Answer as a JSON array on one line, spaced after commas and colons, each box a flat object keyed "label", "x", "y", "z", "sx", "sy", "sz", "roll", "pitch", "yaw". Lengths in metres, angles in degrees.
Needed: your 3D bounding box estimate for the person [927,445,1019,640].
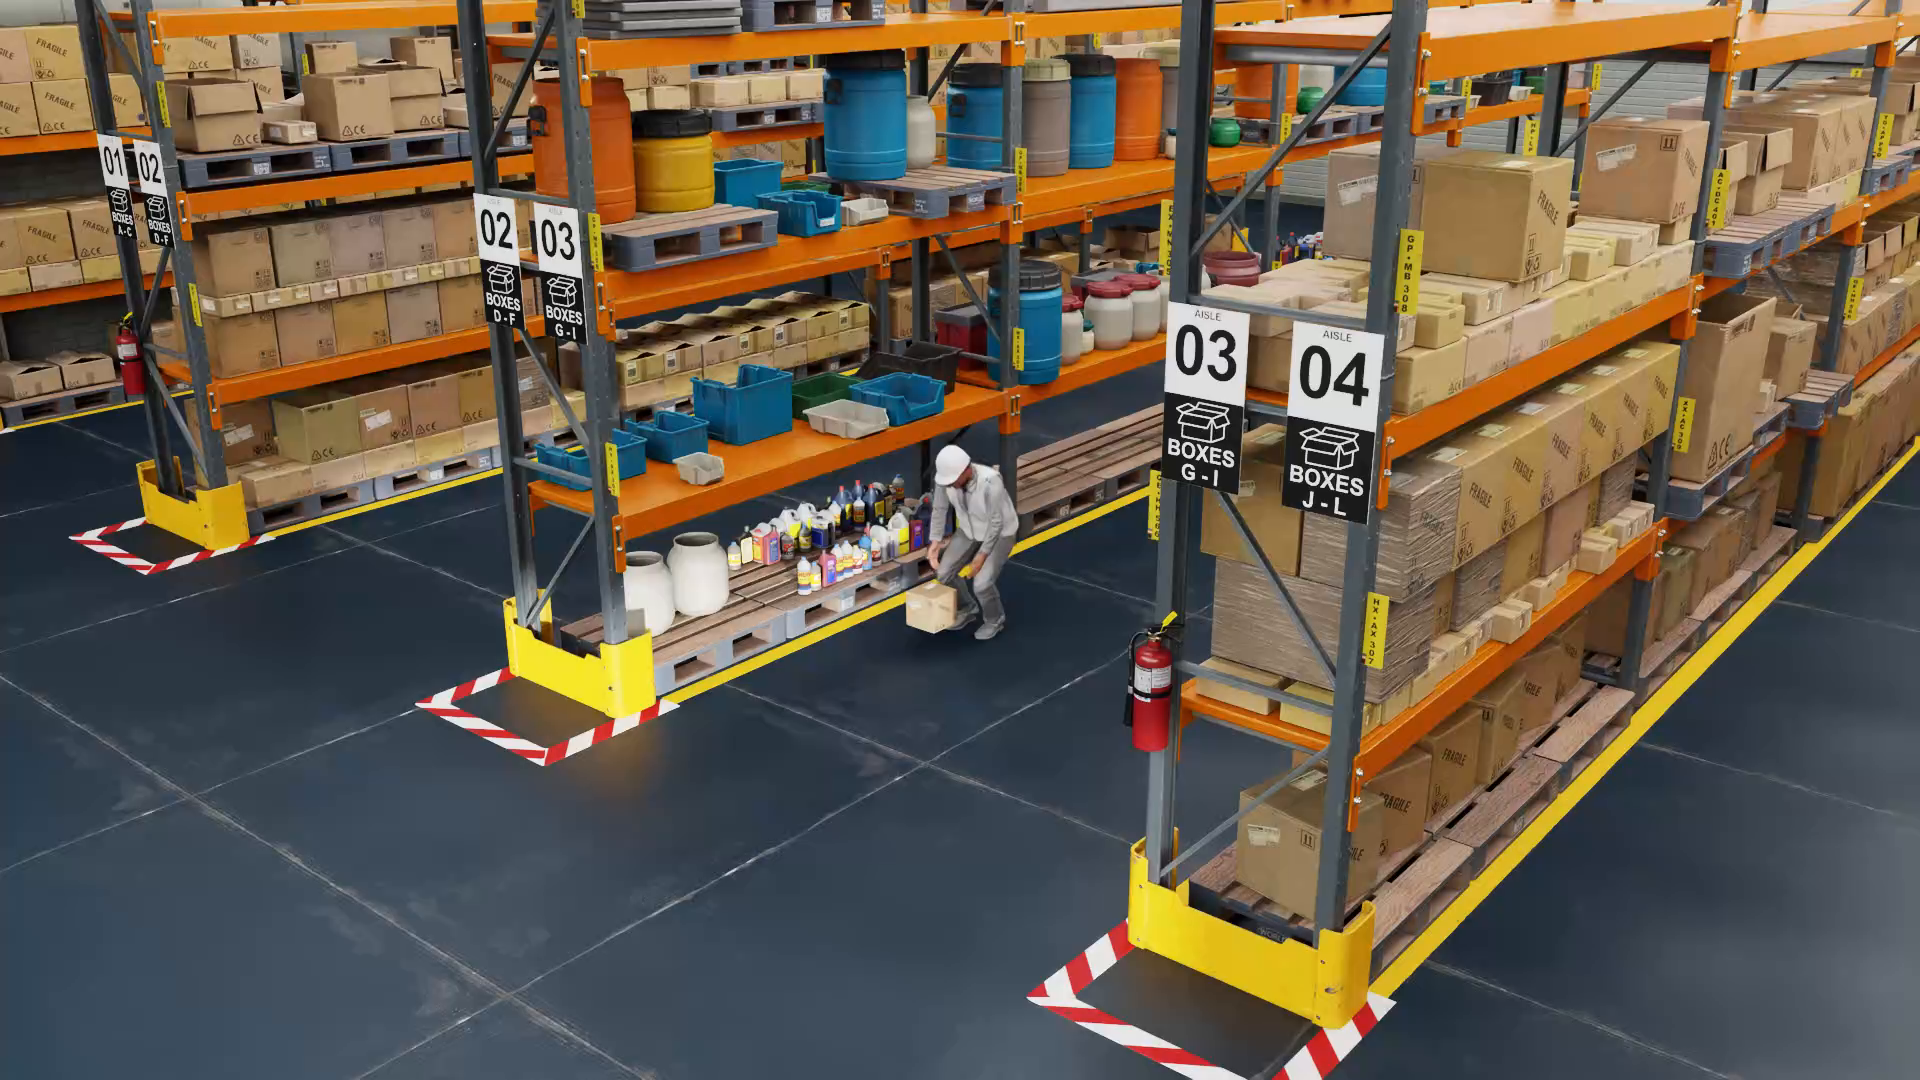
[{"label": "person", "x": 0.100, "y": -0.016, "z": 11.561, "sx": 0.592, "sy": 1.450, "sz": 0.752, "roll": 16, "pitch": 25, "yaw": 36}]
